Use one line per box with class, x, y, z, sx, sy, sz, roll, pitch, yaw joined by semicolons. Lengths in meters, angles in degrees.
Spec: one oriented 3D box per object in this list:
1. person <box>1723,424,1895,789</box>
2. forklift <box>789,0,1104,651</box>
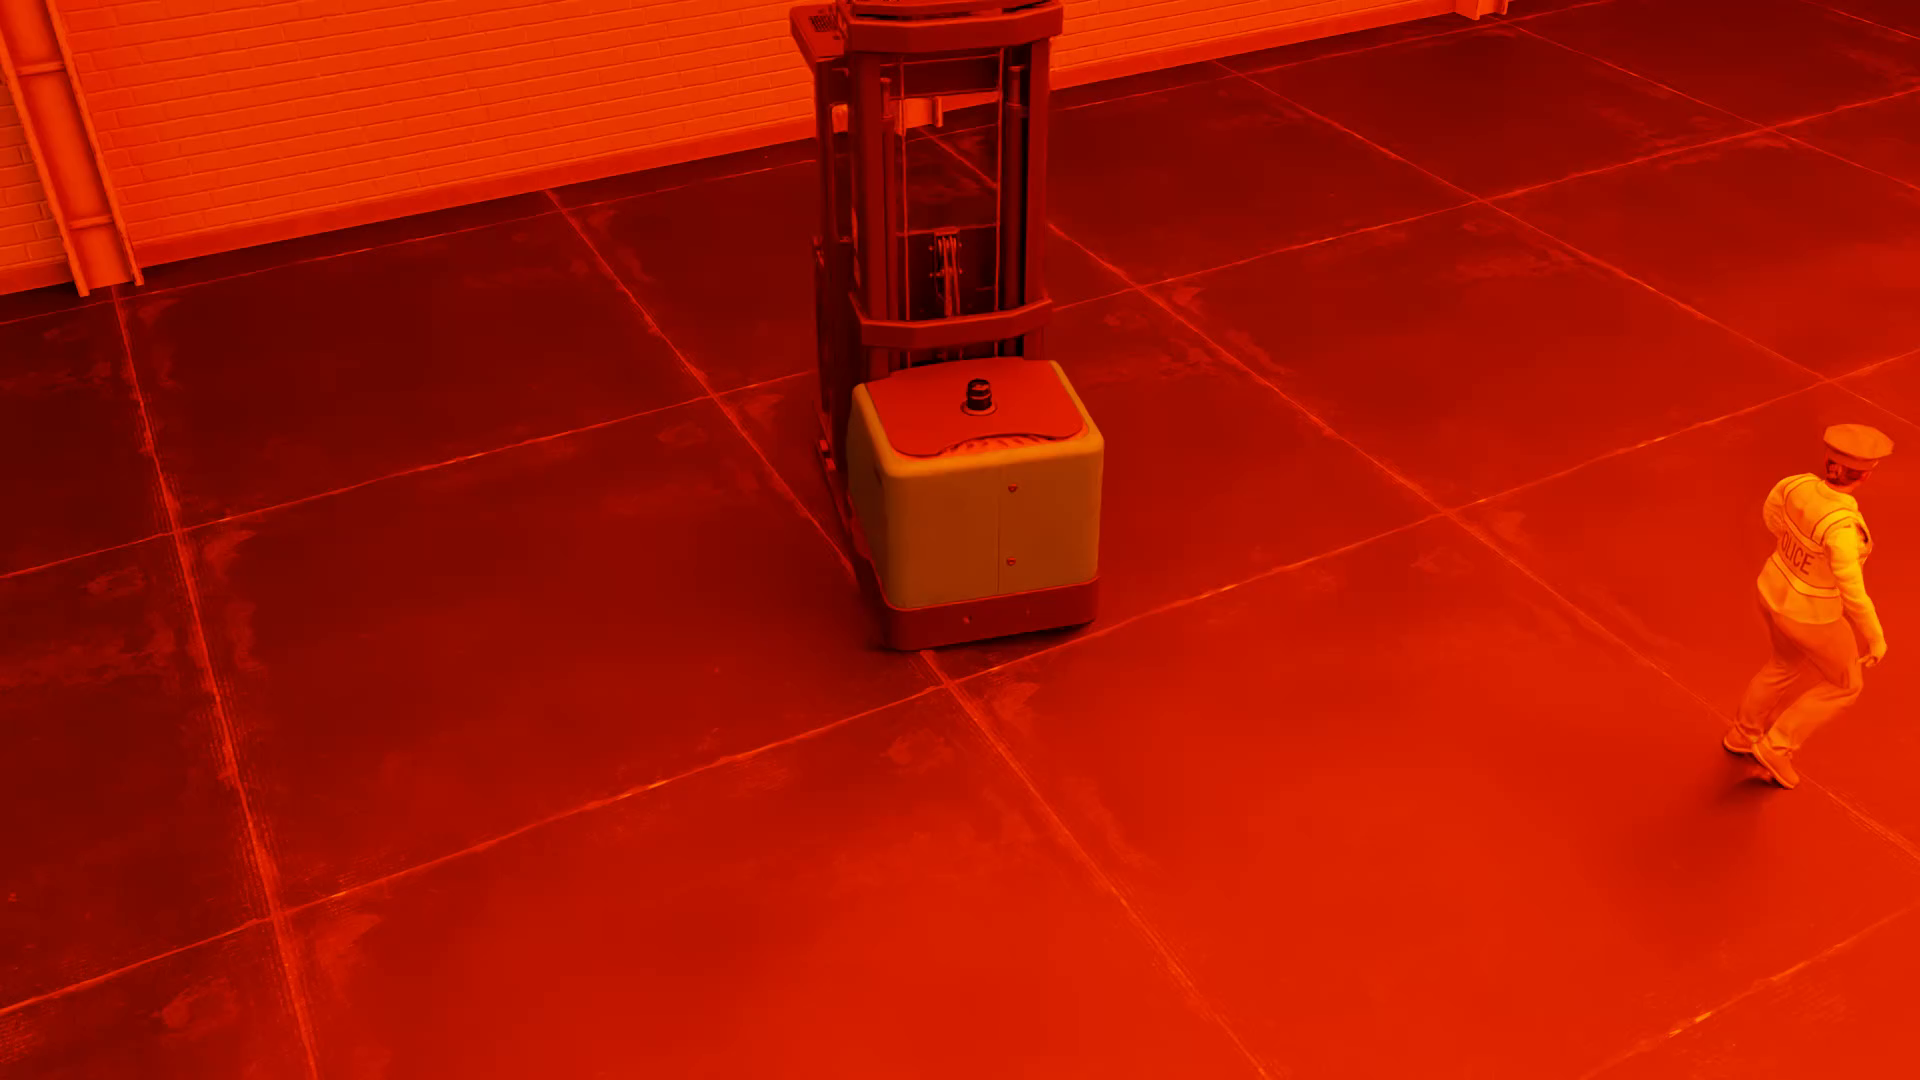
person;3.520;0.260;6.894;0.439;1.659;0.751;-1;35;-1
forklift;-0.187;-1.526;8.282;1.130;2.935;3.031;-8;36;-11
